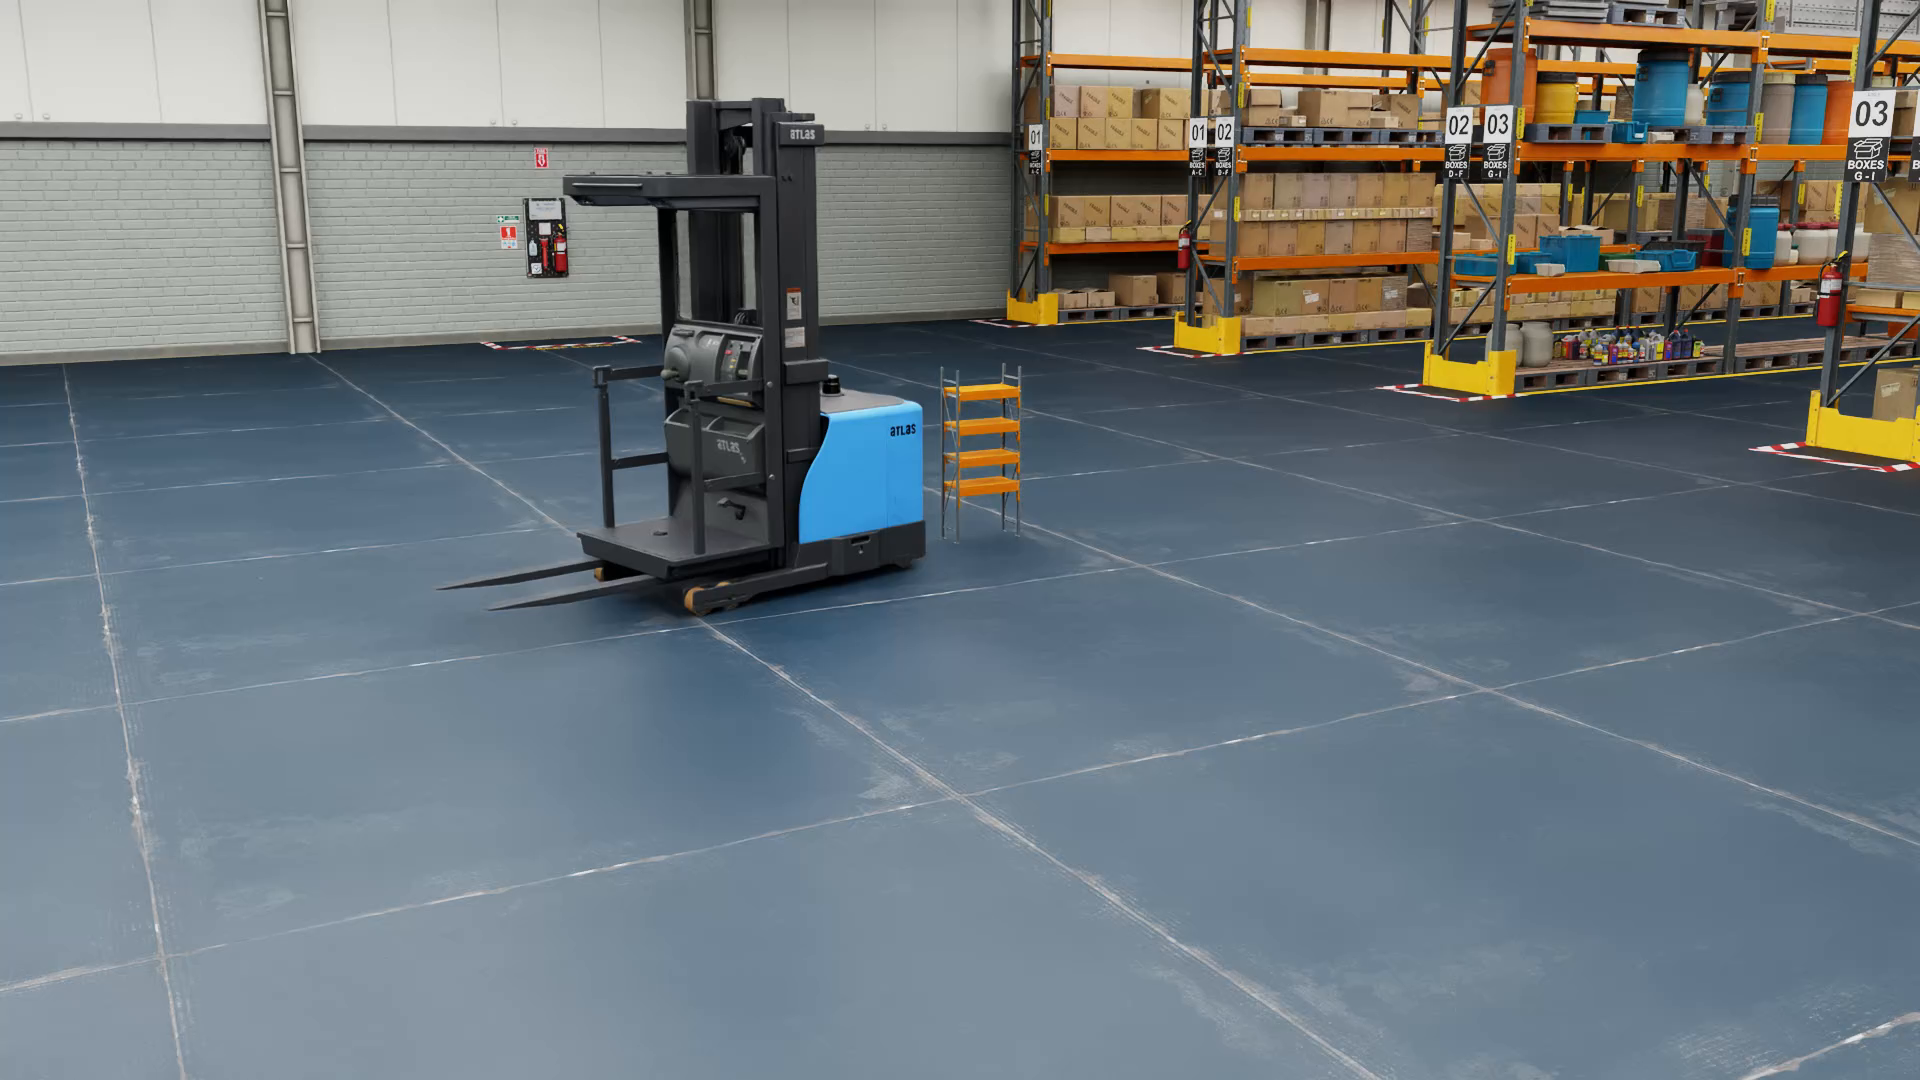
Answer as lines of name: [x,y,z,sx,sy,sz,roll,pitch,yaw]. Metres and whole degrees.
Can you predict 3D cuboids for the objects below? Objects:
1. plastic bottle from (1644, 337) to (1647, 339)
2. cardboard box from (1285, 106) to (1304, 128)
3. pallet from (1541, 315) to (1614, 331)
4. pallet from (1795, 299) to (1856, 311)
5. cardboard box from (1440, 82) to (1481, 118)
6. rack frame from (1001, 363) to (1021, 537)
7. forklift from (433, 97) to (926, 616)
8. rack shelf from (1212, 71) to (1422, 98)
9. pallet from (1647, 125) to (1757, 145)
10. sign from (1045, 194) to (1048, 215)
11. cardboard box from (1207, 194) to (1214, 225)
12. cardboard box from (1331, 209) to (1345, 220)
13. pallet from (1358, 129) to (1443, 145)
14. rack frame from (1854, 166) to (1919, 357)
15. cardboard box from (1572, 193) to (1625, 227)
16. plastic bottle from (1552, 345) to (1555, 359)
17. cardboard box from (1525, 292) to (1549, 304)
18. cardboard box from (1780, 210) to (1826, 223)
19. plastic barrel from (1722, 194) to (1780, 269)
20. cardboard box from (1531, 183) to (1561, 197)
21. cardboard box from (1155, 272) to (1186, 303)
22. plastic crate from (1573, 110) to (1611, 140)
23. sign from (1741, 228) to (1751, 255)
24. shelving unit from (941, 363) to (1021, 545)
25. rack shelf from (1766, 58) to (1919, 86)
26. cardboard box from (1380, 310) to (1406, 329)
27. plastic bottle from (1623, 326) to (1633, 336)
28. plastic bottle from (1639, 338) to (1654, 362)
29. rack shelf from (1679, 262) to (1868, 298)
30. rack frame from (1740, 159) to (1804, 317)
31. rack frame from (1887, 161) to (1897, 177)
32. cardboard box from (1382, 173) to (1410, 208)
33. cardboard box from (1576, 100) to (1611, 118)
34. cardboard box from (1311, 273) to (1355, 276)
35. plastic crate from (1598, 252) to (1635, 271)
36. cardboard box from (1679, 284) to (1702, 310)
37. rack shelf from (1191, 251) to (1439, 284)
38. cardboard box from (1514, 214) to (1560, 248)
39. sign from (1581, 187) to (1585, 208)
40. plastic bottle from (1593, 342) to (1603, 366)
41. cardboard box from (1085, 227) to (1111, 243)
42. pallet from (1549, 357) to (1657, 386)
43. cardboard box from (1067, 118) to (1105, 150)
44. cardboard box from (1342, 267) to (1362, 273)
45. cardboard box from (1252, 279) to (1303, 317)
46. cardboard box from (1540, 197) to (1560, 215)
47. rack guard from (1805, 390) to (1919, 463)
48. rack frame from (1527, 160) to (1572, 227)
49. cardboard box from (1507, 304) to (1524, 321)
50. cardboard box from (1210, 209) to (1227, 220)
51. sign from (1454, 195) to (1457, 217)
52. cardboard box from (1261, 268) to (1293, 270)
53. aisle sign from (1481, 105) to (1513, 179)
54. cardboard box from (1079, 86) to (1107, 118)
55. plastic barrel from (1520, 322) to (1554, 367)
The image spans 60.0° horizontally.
plastic bottle: [8.449,-2.361,20.454,0.133,0.283,0.061,-7,14,-28]
cardboard box: [4.891,-6.090,23.933,0.500,0.311,0.500,-5,14,-21]
pallet: [9.799,-3.568,26.985,1.213,0.211,1.003,-7,14,-28]
pallet: [15.727,-4.269,30.100,1.213,0.211,1.003,-7,14,-28]
cardboard box: [7.590,-6.605,24.973,0.500,0.500,0.500,-7,14,-27]
rack frame: [0.359,-0.628,11.669,0.015,1.200,0.240,-7,14,-28]
forklift: [-1.647,-1.119,9.905,3.031,2.935,1.130,-12,17,-42]
rack shelf: [6.408,-8.133,29.799,4.000,0.370,1.077,-7,14,-28]
pallet: [8.813,-4.909,20.187,1.003,0.211,1.213,-7,14,-28]
sign: [1.402,-5.438,26.971,0.005,0.325,0.100,-7,14,-28]
cardboard box: [4.386,-5.735,28.846,0.500,0.500,0.500,-7,14,-28]
cardboard box: [5.316,-4.693,23.925,0.250,0.149,0.380,-7,14,-27]
pallet: [6.293,-5.913,24.420,1.213,0.211,1.003,-7,14,-28]
rack frame: [12.911,-4.053,22.786,0.127,3.000,1.000,-7,14,-28]
cardboard box: [12.802,-6.659,33.683,0.700,0.700,0.980,-7,15,-29]
plastic bottle: [7.291,-2.338,20.540,0.097,0.201,0.097,0,13,0]
cardboard box: [8.861,-3.882,26.054,0.500,0.311,0.500,-6,14,-26]
cardboard box: [14.630,-5.479,28.894,0.500,0.500,0.500,-6,14,-26]
plastic barrel: [9.884,-3.859,20.783,0.708,0.901,0.600,-7,14,-28]
cardboard box: [11.387,-6.854,32.574,0.500,0.250,0.500,-6,14,-26]
cardboard box: [3.761,-4.420,29.107,0.500,0.500,0.500,-8,15,-32]
plastic crate: [7.418,-4.926,19.868,0.575,0.384,0.392,-7,14,-28]
sign: [9.654,-3.660,20.410,0.005,0.325,0.100,-7,14,-28]
shelving unit: [0.145,-0.603,11.555,0.503,1.200,0.258,-7,14,-28]
rack shelf: [15.807,-8.213,29.255,4.000,0.370,1.077,-7,14,-28]
cardboard box: [6.284,-3.309,24.787,0.500,0.250,0.500,-7,14,-28]
plastic bottle: [8.493,-2.550,21.137,0.185,0.351,0.144,-6,14,-26]
plastic bottle: [8.376,-2.324,20.306,0.135,0.276,0.152,-7,14,-27]
rack shelf: [11.155,-3.492,21.931,4.000,0.370,1.077,-7,14,-28]
rack frame: [14.052,-5.429,28.900,0.127,3.000,1.000,-7,14,-28]
rack frame: [17.563,-5.850,30.770,0.127,3.000,1.000,-7,14,-28]
cardboard box: [6.200,-5.168,24.557,0.500,0.500,0.700,-7,14,-28]
cardboard box: [12.435,-8.414,32.781,0.500,0.500,0.500,-7,14,-28]
cardboard box: [5.595,-3.723,24.917,0.500,0.500,0.500,-7,14,-28]
plastic crate: [8.073,-3.440,20.547,0.662,0.188,0.450,-7,14,-28]
cardboard box: [11.977,-4.104,27.704,0.500,0.500,0.500,-7,14,-29]
rack shelf: [5.274,-4.026,24.304,4.000,0.370,1.077,-7,14,-28]
cardboard box: [9.076,-4.877,26.221,0.500,0.500,0.500,-8,15,-31]
sign: [10.272,-5.638,27.372,0.005,0.325,0.100,-7,14,-28]
plastic bottle: [7.630,-2.226,19.879,0.097,0.271,0.097,0,13,0]
cardboard box: [2.171,-5.105,27.756,0.500,0.250,0.500,-7,15,-30]
pallet: [7.718,-2.080,20.370,1.213,0.211,1.003,-7,14,-28]
cardboard box: [2.044,-6.679,27.351,0.500,0.500,0.500,-6,14,-24]
cardboard box: [7.049,-4.840,30.974,0.500,0.500,0.700,-7,14,-28]
cardboard box: [4.534,-3.462,23.759,0.500,0.500,0.500,-7,14,-28]
cardboard box: [11.390,-6.490,32.662,0.500,0.500,0.500,-7,15,-29]
rack guard: [8.329,-1.045,15.116,0.348,0.500,1.175,-7,14,-28]
rack frame: [11.675,-6.383,33.140,0.127,3.000,1.000,-7,14,-28]
cardboard box: [8.405,-3.554,25.875,0.500,0.250,0.500,-7,15,-30]
cardboard box: [3.763,-4.609,23.550,0.250,0.149,0.380,-7,15,-29]
sign: [7.297,-4.941,24.582,0.005,0.325,0.100,-7,14,-28]
cardboard box: [5.676,-5.030,30.111,0.500,0.250,0.500,-7,15,-29]
aisle sign: [5.966,-4.416,18.477,0.004,0.787,0.394,-7,14,-28]
cardboard box: [2.061,-7.167,27.241,0.500,0.500,0.500,-7,14,-29]
plastic barrel: [6.870,-2.339,19.881,0.421,0.512,0.421,0,13,0]
